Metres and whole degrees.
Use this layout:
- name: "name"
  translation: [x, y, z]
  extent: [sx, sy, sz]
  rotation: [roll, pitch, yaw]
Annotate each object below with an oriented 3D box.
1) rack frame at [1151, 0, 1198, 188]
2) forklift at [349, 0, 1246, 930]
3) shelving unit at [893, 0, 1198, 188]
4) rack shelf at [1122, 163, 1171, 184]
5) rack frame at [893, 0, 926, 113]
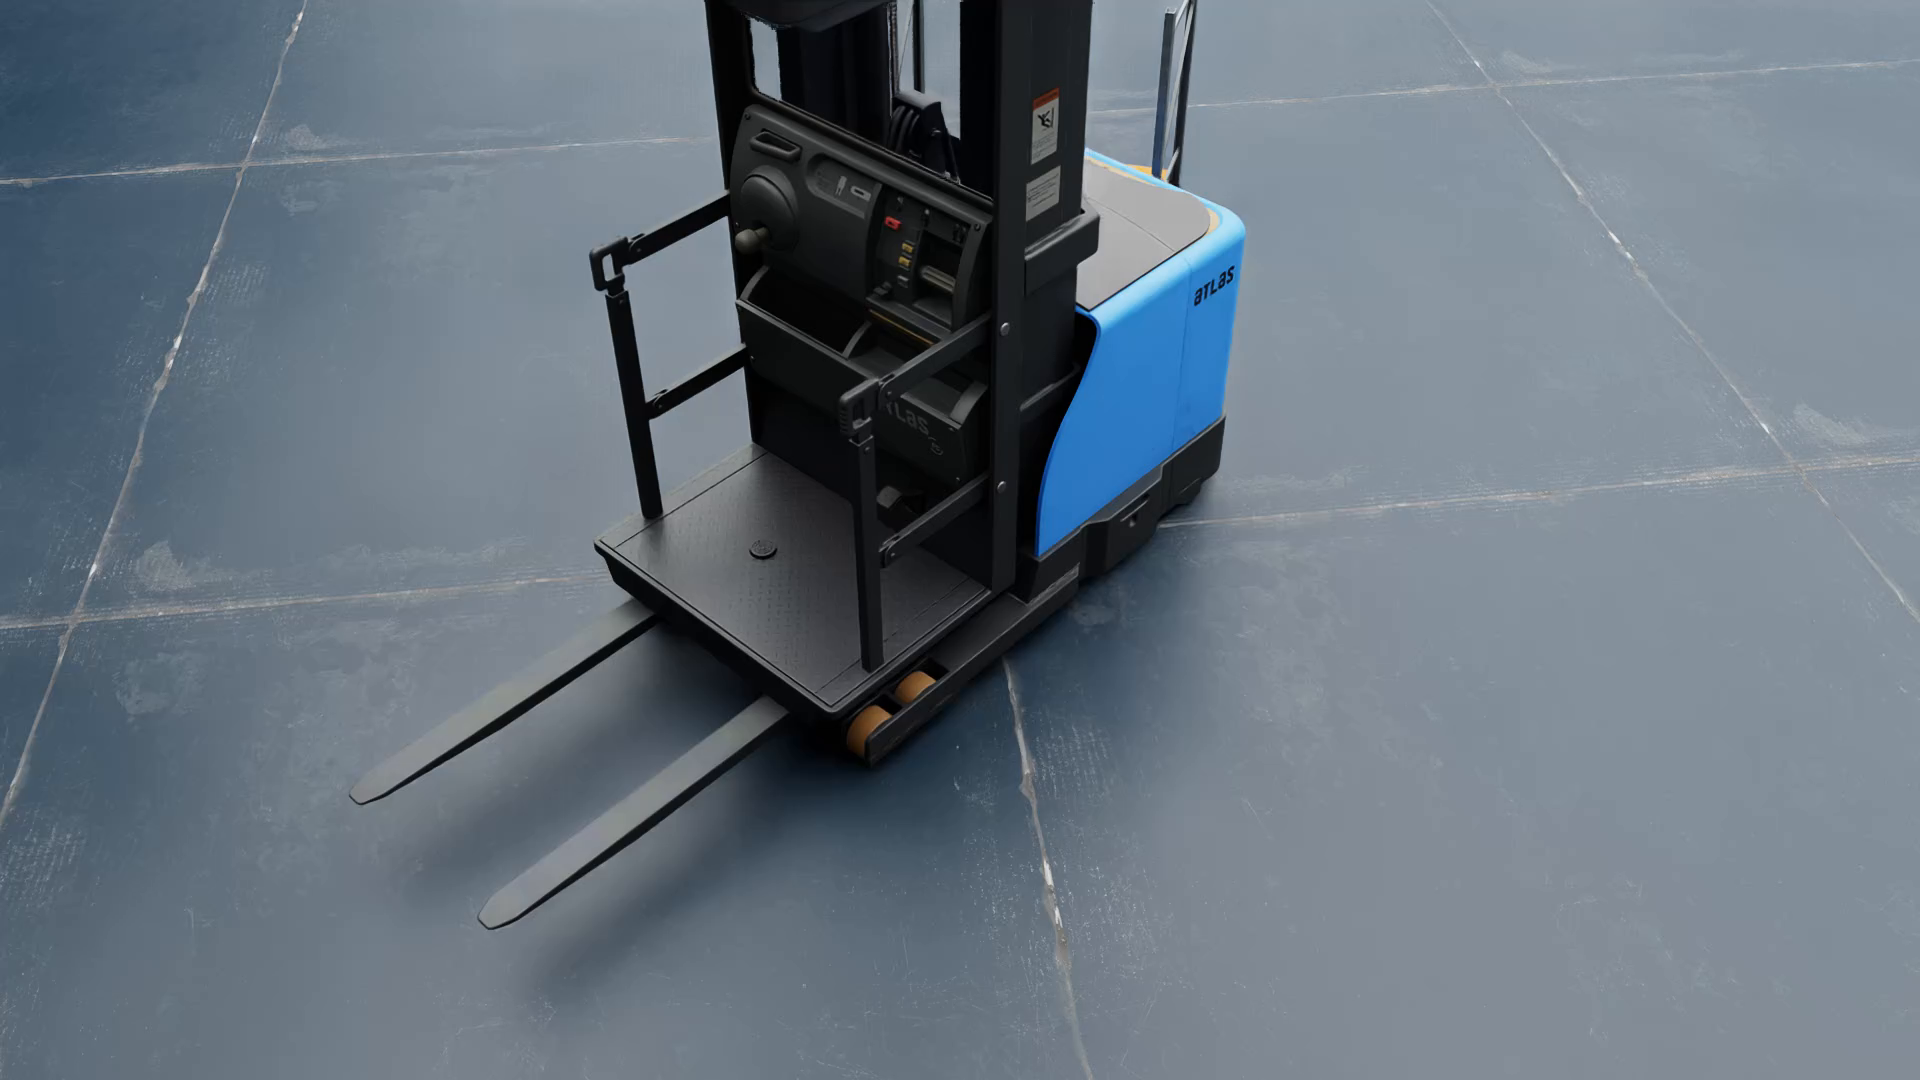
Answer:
- name: "rack frame"
  translation: [0.755, -1.319, 6.092]
  extent: [0.032, 1.500, 0.500]
  rotation: [11, 43, 12]
- name: "forklift"
  translation: [-0.438, -0.812, 4.461]
  extent: [1.130, 2.935, 3.031]
  rotation: [32, 51, 30]
- name: "shelving unit"
  translation: [0.277, -1.416, 6.200]
  extent: [1.083, 1.500, 0.587]
  rotation: [11, 43, 12]
- name: "rack shelf"
  translation: [0.268, -1.284, 6.322]
  extent: [1.000, 0.185, 0.538]
  rotation: [11, 43, 12]
- name: "rack frame"
  translation: [-0.218, -1.516, 6.311]
  extent: [0.032, 1.500, 0.500]
  rotation: [11, 43, 12]
